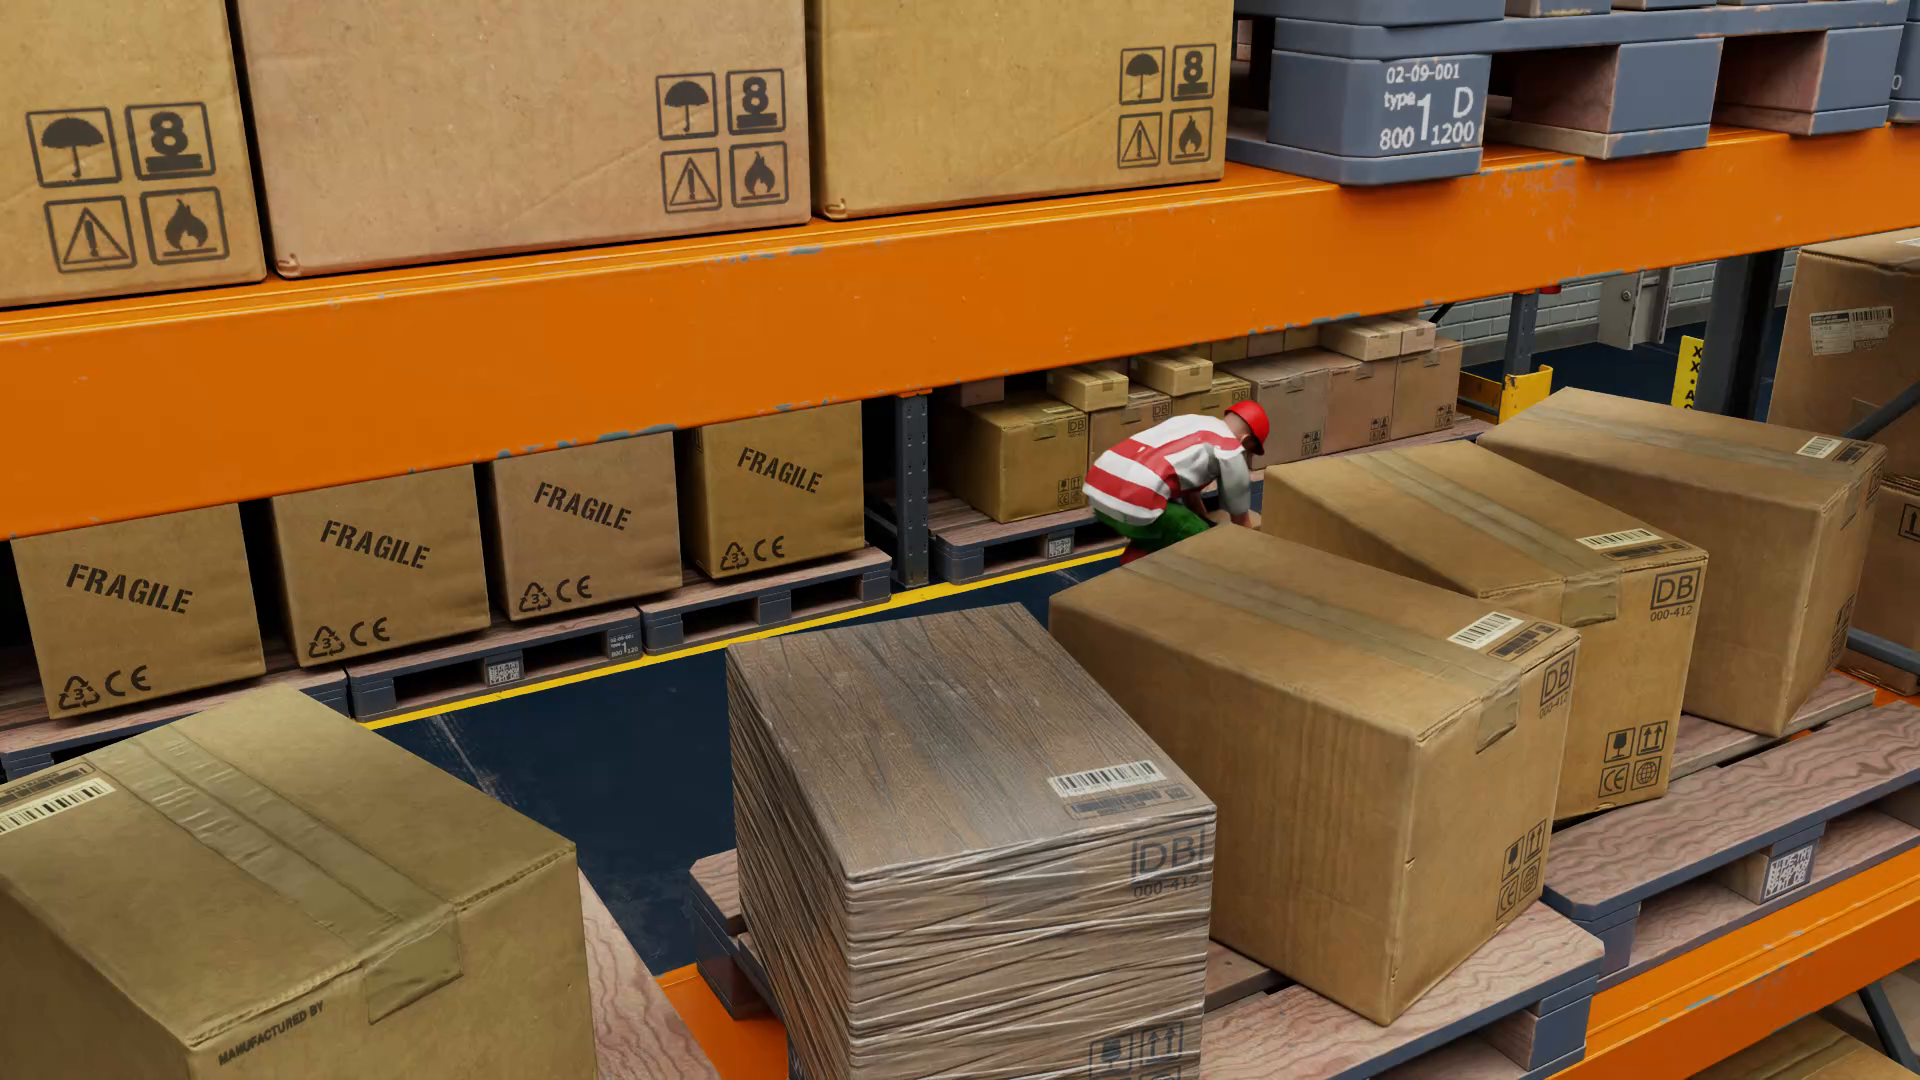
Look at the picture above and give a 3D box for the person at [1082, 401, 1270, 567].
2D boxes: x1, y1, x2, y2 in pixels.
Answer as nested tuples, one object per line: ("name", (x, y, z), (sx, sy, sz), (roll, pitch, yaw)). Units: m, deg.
("person", (0.975, -0.075, 7.338), (0.950, 0.987, 0.535), (-13, 25, -30))
